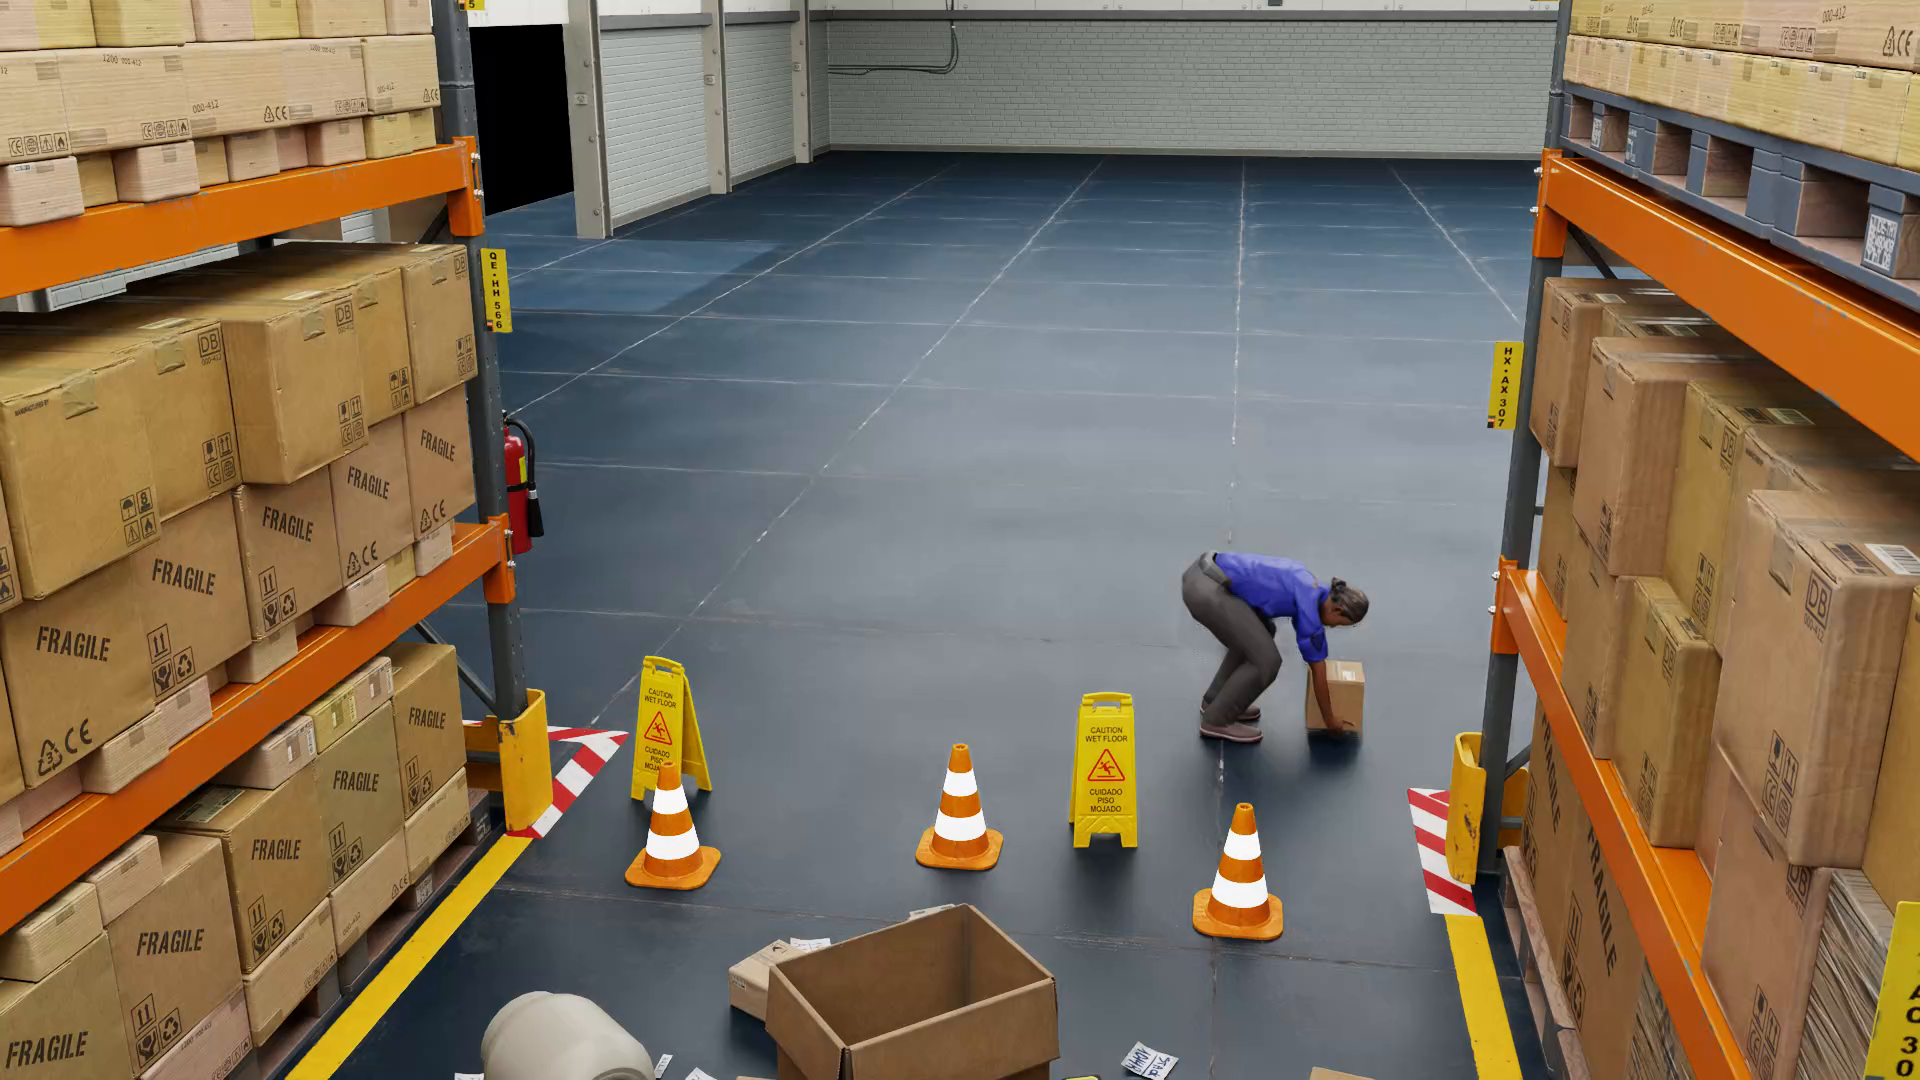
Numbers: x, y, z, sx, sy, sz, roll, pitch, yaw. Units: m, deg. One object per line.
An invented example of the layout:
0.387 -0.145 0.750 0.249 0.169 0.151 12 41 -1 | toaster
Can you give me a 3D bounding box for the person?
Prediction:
1.466 0.488 7.827 0.867 0.878 0.464 2 18 6 | person
